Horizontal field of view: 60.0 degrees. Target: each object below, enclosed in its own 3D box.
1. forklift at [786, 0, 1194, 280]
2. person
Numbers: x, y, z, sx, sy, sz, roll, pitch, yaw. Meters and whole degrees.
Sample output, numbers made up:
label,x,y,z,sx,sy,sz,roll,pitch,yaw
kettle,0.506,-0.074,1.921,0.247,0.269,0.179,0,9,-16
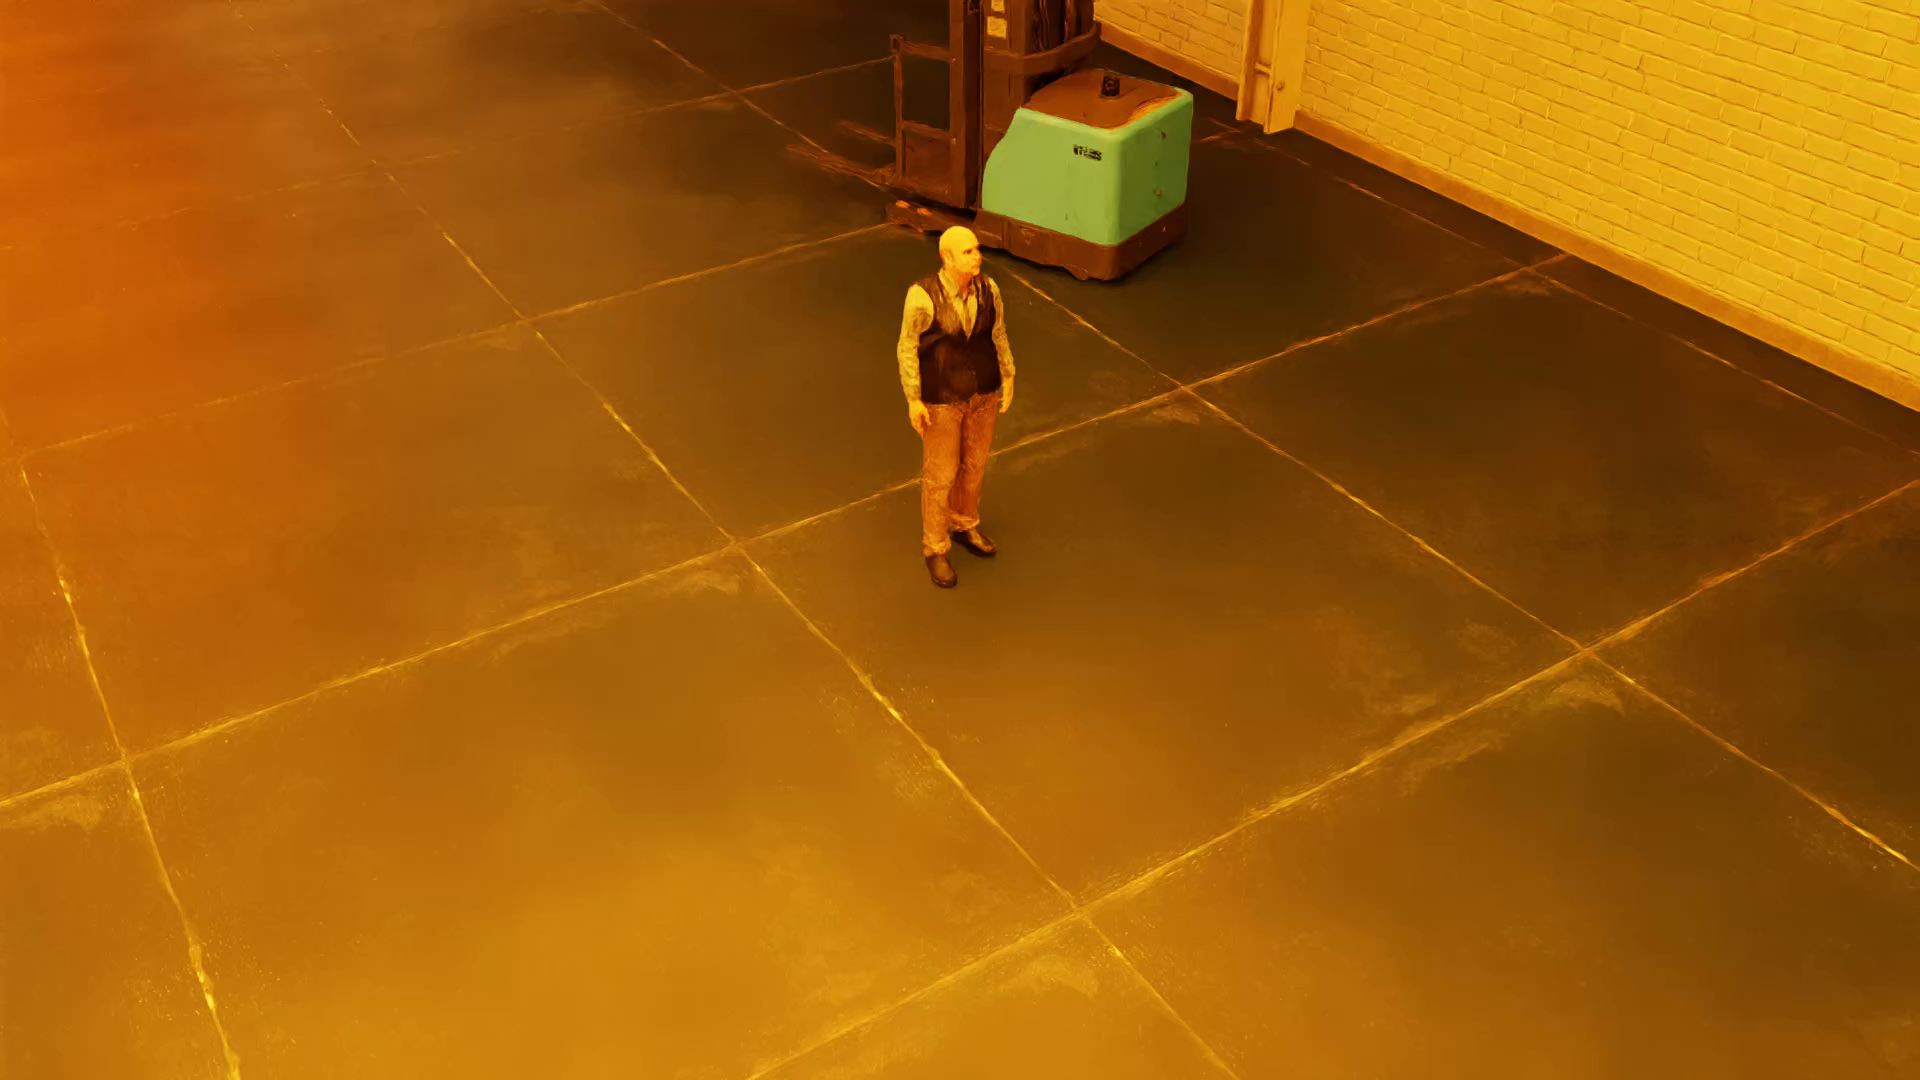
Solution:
label,x,y,z,sx,sy,sz,roll,pitch,yaw
forklift,0.095,-3.606,11.280,3.031,2.935,1.130,23,41,29
person,0.027,-0.678,8.152,0.632,1.720,0.567,-21,40,-27
